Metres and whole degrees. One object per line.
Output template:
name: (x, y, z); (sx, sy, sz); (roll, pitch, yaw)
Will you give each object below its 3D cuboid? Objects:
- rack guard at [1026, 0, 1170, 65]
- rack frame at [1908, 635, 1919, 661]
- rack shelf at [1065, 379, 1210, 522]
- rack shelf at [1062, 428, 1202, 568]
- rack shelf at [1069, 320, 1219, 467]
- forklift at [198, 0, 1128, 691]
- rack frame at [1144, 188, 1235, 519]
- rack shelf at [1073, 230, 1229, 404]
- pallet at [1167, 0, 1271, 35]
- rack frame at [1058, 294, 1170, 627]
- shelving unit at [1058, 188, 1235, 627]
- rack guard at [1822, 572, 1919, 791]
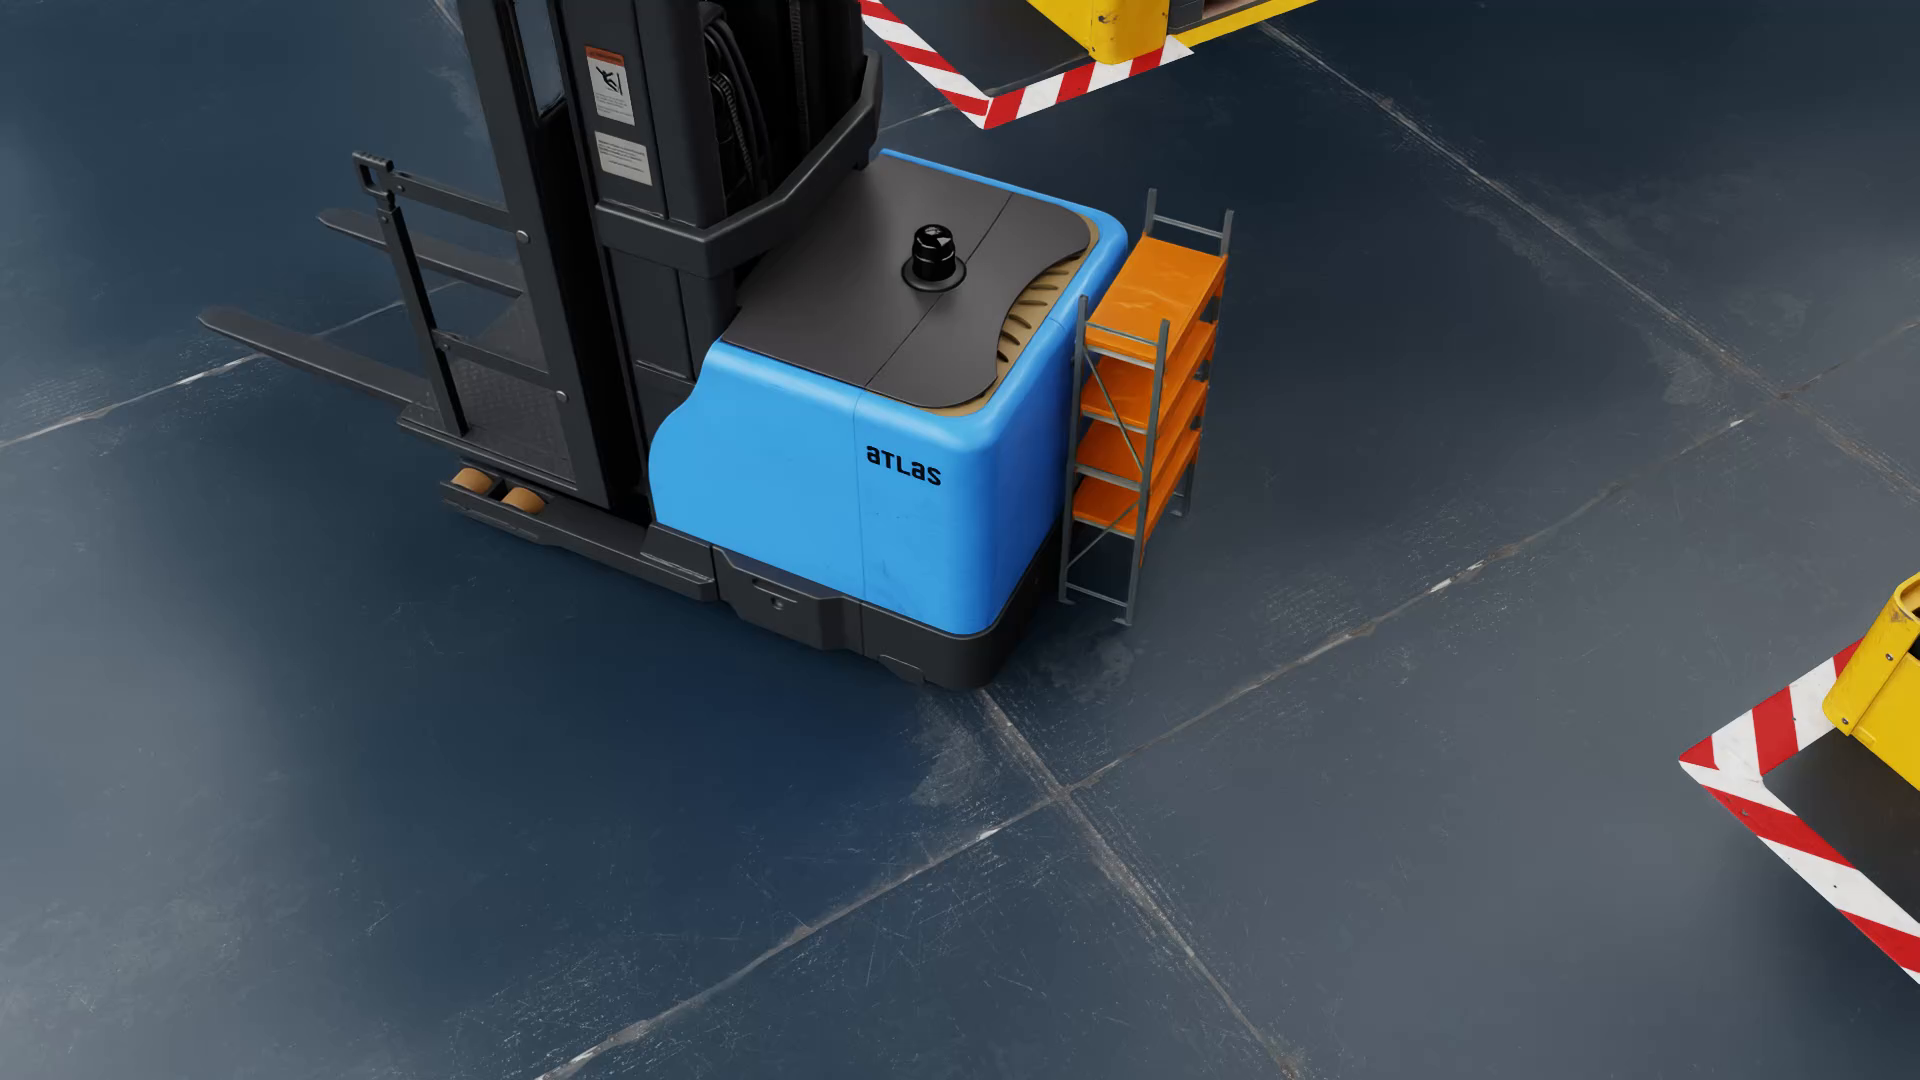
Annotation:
rack guard: (0.452, -2.597, 7.228); (0.348, 0.500, 1.175); (-25, 53, -21)
rack frame: (2.948, -0.225, 3.442); (0.127, 3.000, 1.000); (-25, 53, -21)
rack shelf: (0.515, -0.299, 4.803); (0.258, 0.148, 0.480); (19, 51, 16)
rack shelf: (0.515, -0.167, 4.951); (0.258, 0.148, 0.480); (19, 51, 16)
rack shelf: (0.515, -0.448, 4.636); (0.258, 0.148, 0.480); (19, 51, 16)
forklift: (-1.074, -1.312, 4.456); (3.031, 2.935, 1.130); (20, 51, 17)
rack frame: (0.619, -0.509, 4.899); (0.240, 1.200, 0.015); (19, 51, 16)
rack shelf: (0.515, -0.605, 4.459); (0.258, 0.148, 0.480); (19, 51, 16)
pallet: (1.158, -2.802, 7.604); (1.213, 0.211, 1.003); (-25, 53, -21)
rack frame: (0.411, -0.179, 4.606); (0.240, 1.200, 0.015); (19, 51, 16)
shelving unit: (0.515, -0.344, 4.753); (0.258, 1.200, 0.503); (19, 51, 16)
rack guard: (2.928, 0.616, 4.367); (0.348, 0.500, 1.175); (-25, 53, -21)
